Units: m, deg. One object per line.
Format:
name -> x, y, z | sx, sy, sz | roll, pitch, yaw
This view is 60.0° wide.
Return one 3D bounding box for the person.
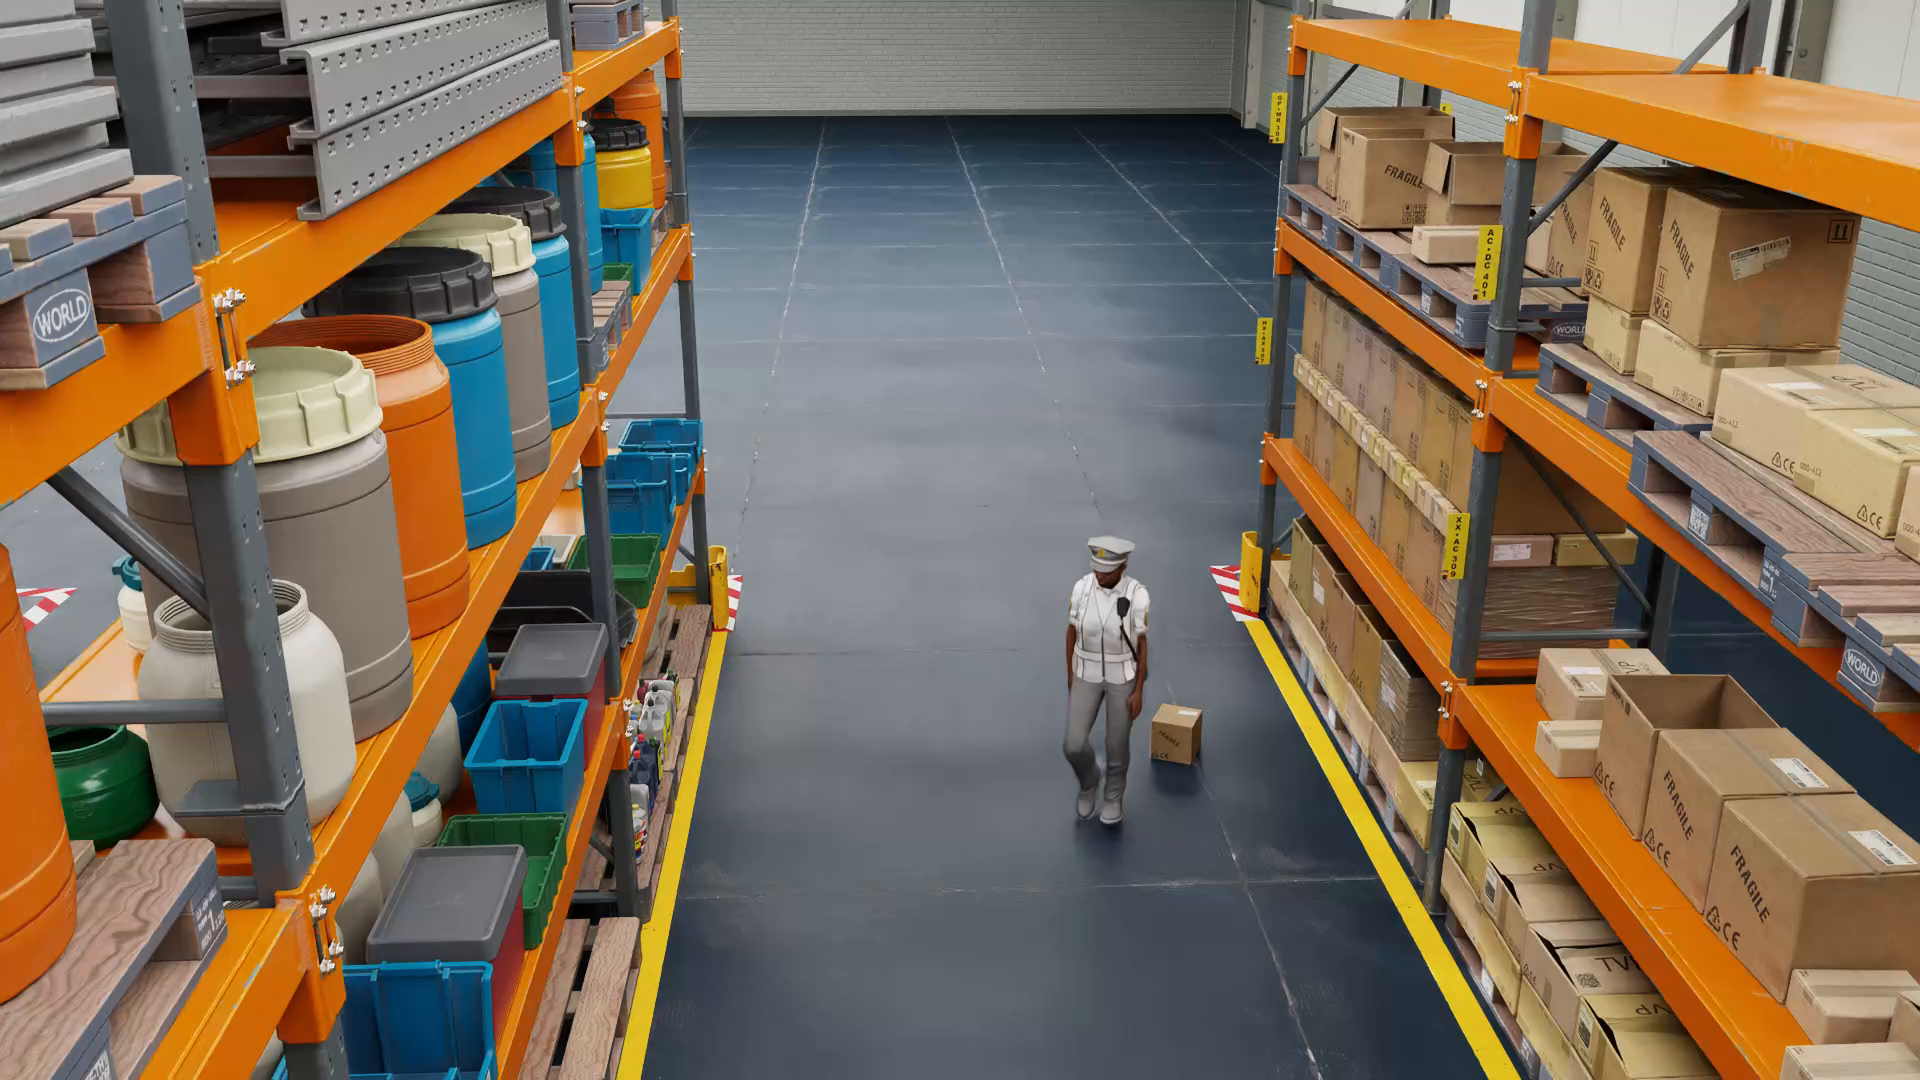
person -> 0.776, 0.786, 8.949 | 0.458, 1.687, 0.409 | 5, 21, 14
